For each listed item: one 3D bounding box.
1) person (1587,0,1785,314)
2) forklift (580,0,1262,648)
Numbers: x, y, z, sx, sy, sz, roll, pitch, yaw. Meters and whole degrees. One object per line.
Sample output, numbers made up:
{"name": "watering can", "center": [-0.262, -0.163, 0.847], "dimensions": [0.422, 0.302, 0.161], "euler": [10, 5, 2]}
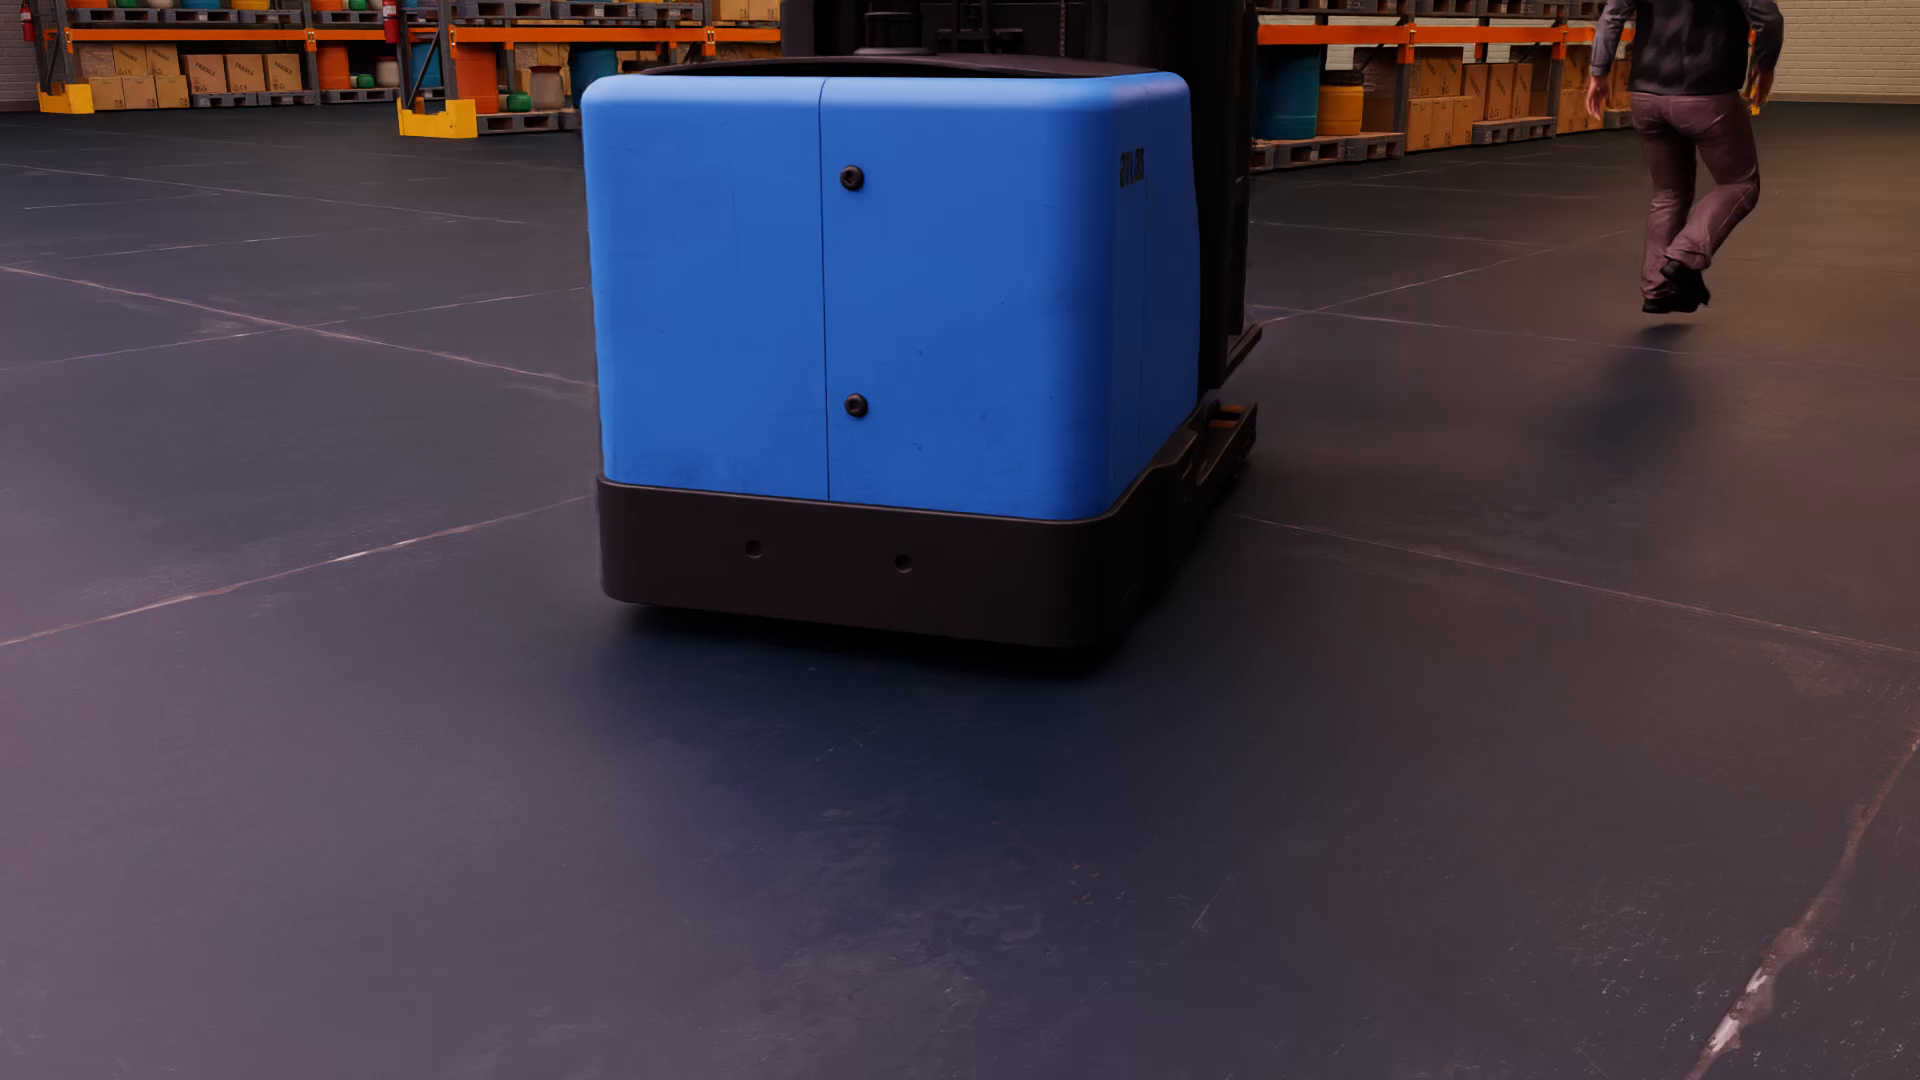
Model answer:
{"name": "person", "center": [2.875, -1.746, 6.600], "dimensions": [0.505, 1.703, 0.733], "euler": [-10, 19, -29]}
{"name": "forklift", "center": [0.204, -1.592, 4.140], "dimensions": [1.130, 2.935, 3.031], "euler": [5, 18, 17]}
